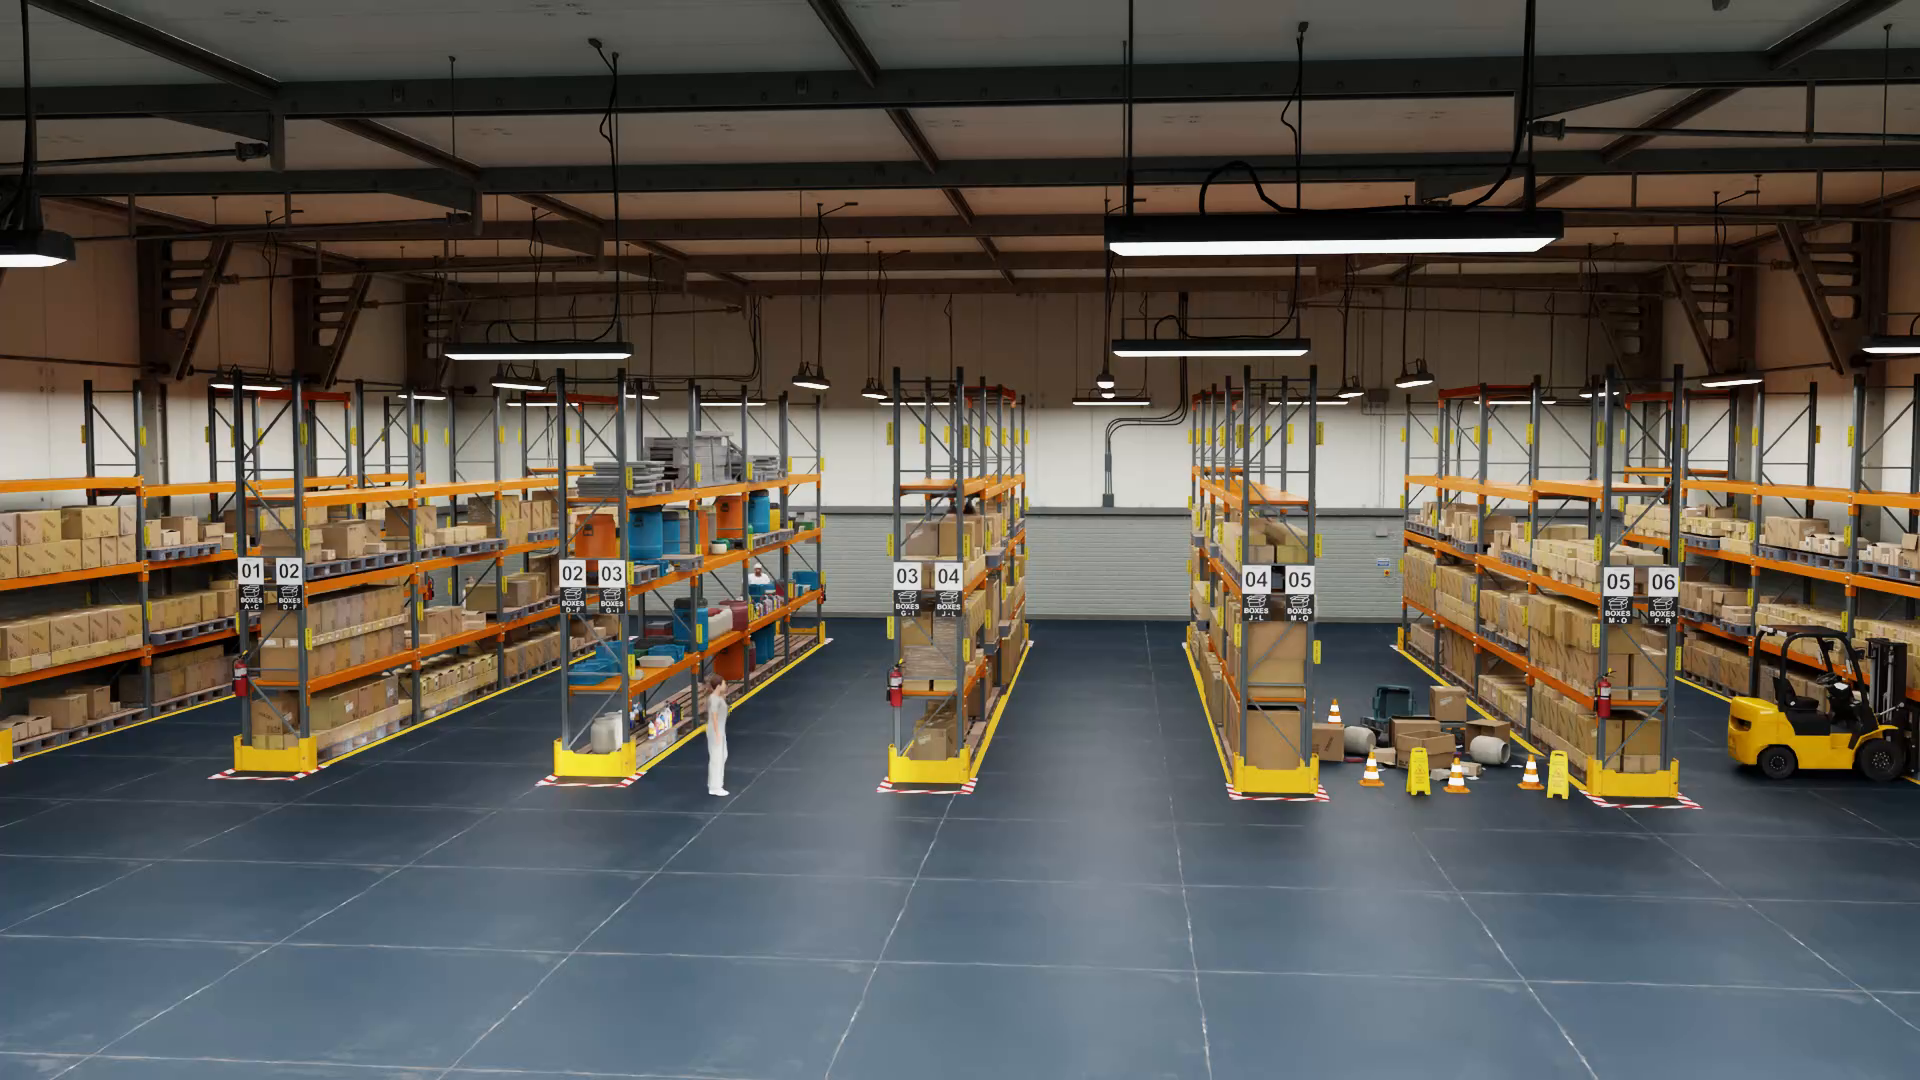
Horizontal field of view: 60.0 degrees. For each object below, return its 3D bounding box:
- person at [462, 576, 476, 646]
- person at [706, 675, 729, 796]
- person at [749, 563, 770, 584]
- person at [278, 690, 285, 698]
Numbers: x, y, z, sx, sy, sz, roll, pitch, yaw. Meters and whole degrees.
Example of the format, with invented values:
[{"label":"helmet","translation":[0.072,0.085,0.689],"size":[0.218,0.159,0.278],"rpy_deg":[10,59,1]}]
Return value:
[{"label":"person","translation":[-11.569,1.701,39.600],"size":[0.502,1.688,0.489],"rpy_deg":[1,4,13]},{"label":"person","translation":[-3.396,2.758,23.295],"size":[0.324,1.742,0.534],"rpy_deg":[0,4,-4]},{"label":"person","translation":[-5.266,1.488,43.053],"size":[0.688,1.788,0.910],"rpy_deg":[0,4,3]},{"label":"person","translation":[-12.333,2.286,30.429],"size":[0.607,1.663,0.486],"rpy_deg":[3,5,41]}]
